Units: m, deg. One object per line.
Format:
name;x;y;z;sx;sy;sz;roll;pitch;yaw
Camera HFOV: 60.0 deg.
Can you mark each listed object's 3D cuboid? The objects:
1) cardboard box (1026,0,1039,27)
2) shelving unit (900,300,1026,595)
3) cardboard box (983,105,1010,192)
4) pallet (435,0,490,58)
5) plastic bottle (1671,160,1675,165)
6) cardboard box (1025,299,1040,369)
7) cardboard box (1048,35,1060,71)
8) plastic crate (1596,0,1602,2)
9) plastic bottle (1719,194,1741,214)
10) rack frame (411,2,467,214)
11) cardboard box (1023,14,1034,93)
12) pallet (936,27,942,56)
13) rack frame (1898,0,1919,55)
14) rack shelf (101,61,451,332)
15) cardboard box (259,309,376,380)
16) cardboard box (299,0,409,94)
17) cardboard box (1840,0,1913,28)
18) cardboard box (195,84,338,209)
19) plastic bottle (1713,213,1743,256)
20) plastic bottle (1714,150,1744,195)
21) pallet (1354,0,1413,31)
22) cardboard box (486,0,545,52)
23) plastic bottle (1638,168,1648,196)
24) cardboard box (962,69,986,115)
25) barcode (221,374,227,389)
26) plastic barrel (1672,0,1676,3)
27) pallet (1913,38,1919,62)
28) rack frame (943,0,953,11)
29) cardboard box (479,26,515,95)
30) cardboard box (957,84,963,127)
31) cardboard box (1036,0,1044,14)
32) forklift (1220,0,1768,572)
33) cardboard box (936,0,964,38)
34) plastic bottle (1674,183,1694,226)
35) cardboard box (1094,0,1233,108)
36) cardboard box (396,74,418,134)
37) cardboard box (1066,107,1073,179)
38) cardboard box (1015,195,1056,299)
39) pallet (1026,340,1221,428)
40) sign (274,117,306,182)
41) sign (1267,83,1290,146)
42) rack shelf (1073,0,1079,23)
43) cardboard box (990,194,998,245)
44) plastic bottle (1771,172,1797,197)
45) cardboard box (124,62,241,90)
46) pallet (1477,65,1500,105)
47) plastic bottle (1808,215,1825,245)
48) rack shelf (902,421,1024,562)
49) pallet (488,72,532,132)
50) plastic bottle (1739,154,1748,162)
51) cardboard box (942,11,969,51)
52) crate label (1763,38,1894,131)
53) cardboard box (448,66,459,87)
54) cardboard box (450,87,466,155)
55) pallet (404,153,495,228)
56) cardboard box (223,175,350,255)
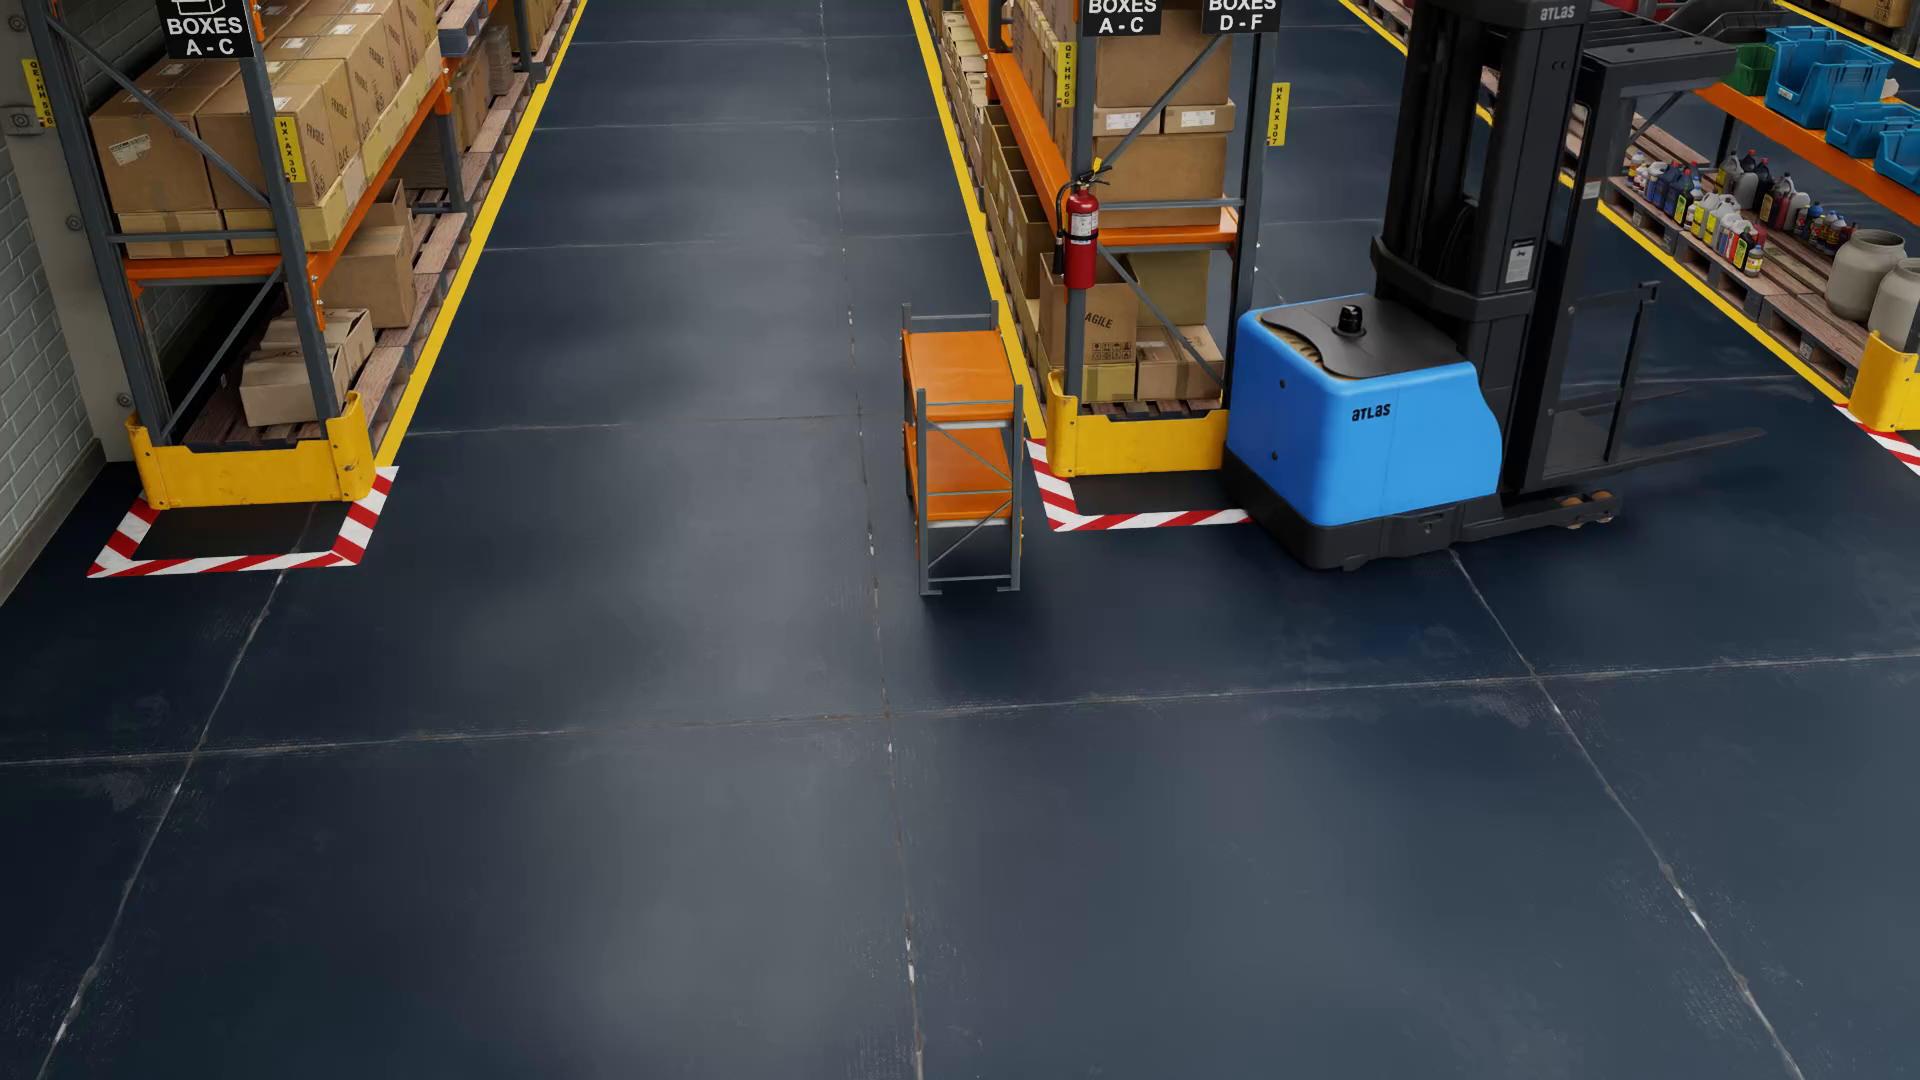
cardboard box;0.639;-3.461;10.889;0.380;0.149;0.250;-4;31;-6
shelving unit;-0.001;-0.486;8.467;0.538;1.125;1.048;-3;31;-5
cardboard box;0.442;-2.878;12.183;0.500;0.500;0.500;-3;31;-5
pallet;-4.148;-3.883;12.513;1.003;0.211;1.213;-3;31;-5
plastic bottle;5.399;-2.724;12.605;0.061;0.283;0.133;-3;31;-5
cardboard box;0.681;-1.280;10.239;0.500;0.250;0.500;-3;31;-5
cardboard box;0.736;-2.934;10.007;0.380;0.149;0.250;-2;31;-3
plastic crate;5.229;-4.585;13.516;0.392;0.384;0.575;-3;31;-5
plastic bottle;5.507;-2.337;11.965;0.152;0.276;0.135;-3;31;-5
rack frame;-4.221;-3.568;11.799;1.000;3.000;0.127;-3;31;-5
cardboard box;0.814;-3.355;11.345;0.700;0.500;0.500;-3;31;-5
pallet;0.304;-5.036;16.975;1.003;0.211;1.213;-3;31;-5
rack frame;10.200;-6.323;16.410;1.000;3.000;0.127;-3;31;-5
rack shelf;-4.035;-2.239;10.274;1.077;0.370;4.000;-3;31;-5
cardboard box;-3.876;-1.209;10.043;0.500;0.311;0.500;0;31;0
cardboard box;-3.781;-3.096;10.403;0.500;0.500;0.500;-4;31;-6
cardboard box;10.156;-5.944;17.439;1.225;0.875;0.875;-4;31;-7
cardboard box;-3.593;-2.051;8.653;0.500;0.500;0.500;-3;31;-5
plastic bottle;5.399;-2.138;11.631;0.152;0.276;0.135;-4;31;-6
plastic bottle;5.846;-2.773;12.621;0.144;0.351;0.185;-3;31;-5
pallet;5.043;-5.910;18.439;1.003;0.211;1.213;-3;31;-5
cardboard box;-4.533;-5.250;16.301;0.750;0.750;0.750;-3;31;-5
plastic bottle;5.255;-2.743;12.717;0.097;0.201;0.097;0;31;0
cardboard box;0.288;-3.762;13.847;0.500;0.311;0.500;-3;31;-5
barcode;-4.223;-0.912;9.536;0.001;0.075;0.075;-3;31;-5
plastic barrel;5.771;-4.600;13.394;0.433;0.535;0.433;0;31;0
pallet;10.271;-4.726;16.457;1.003;0.211;1.213;-3;31;-5
rack frame;0.337;-5.850;15.619;1.000;3.000;0.127;-3;31;-5
cardboard box;-4.476;-4.361;15.135;0.700;0.500;0.500;-2;31;-4
cardboard box;0.243;-3.785;14.433;0.500;0.250;0.500;-2;31;-4
cardboard box;0.853;-3.668;10.603;0.700;0.500;0.500;-3;31;-5
forklift;2.999;-1.558;8.499;3.031;2.935;1.130;-11;33;-18
cardboard box;0.015;-5.432;16.927;0.500;0.500;0.500;-2;31;-3
plastic bottle;5.296;-2.451;12.148;0.061;0.283;0.133;-1;31;-2
cardboard box;1.048;-2.631;8.868;0.700;0.500;0.500;-3;31;-4
cardboard box;-3.775;-2.775;10.597;0.500;0.250;0.500;-3;31;-5
cardboard box;0.999;-2.315;9.604;0.700;0.500;0.500;-2;31;-3
cardboard box;0.630;-1.857;10.474;0.500;0.500;0.500;-3;31;-5
pallet;0.971;-0.957;10.146;1.003;0.211;1.213;-3;31;-5
sign;-3.307;-1.924;8.202;0.100;0.325;0.005;-3;31;-5
sign;1.637;-2.195;8.578;0.100;0.325;0.005;-3;31;-5
rack shelf;0.897;-3.766;9.905;1.077;0.370;4.000;-3;31;-5
cardboard box;0.493;-2.301;11.949;0.500;0.250;0.500;-3;31;-5
plastic bottle;6.038;-2.517;12.193;0.144;0.351;0.185;-3;31;-5
cardboard box;-4.141;-2.280;9.038;0.500;0.500;0.500;-2;31;-4
pallet;5.302;-4.491;16.063;1.003;0.211;1.213;-3;31;-5
plastic bottle;6.106;-2.206;11.817;0.097;0.201;0.097;0;31;0
rack shelf;-0.001;-0.276;8.593;0.538;0.278;1.000;-3;31;-5
pallet;-4.524;-4.014;15.265;1.003;0.211;1.213;-3;31;-5
plastic bottle;6.016;-2.836;12.793;0.061;0.283;0.133;-1;31;-2
cardboard box;0.093;-4.809;15.601;0.500;0.311;0.500;-2;31;-3
crate label;5.575;-2.943;10.717;0.502;0.435;0.616;-3;31;-5
cardboard box;-4.404;-3.871;13.583;0.500;0.250;0.500;-4;31;-6
cardboard box;-4.405;-3.321;13.393;0.700;0.500;0.500;-3;31;-6
pallet;-4.296;-2.769;13.180;1.003;0.211;1.213;-3;31;-5
cardboard box;-3.577;-1.735;8.856;0.500;0.250;0.500;-4;31;-6
